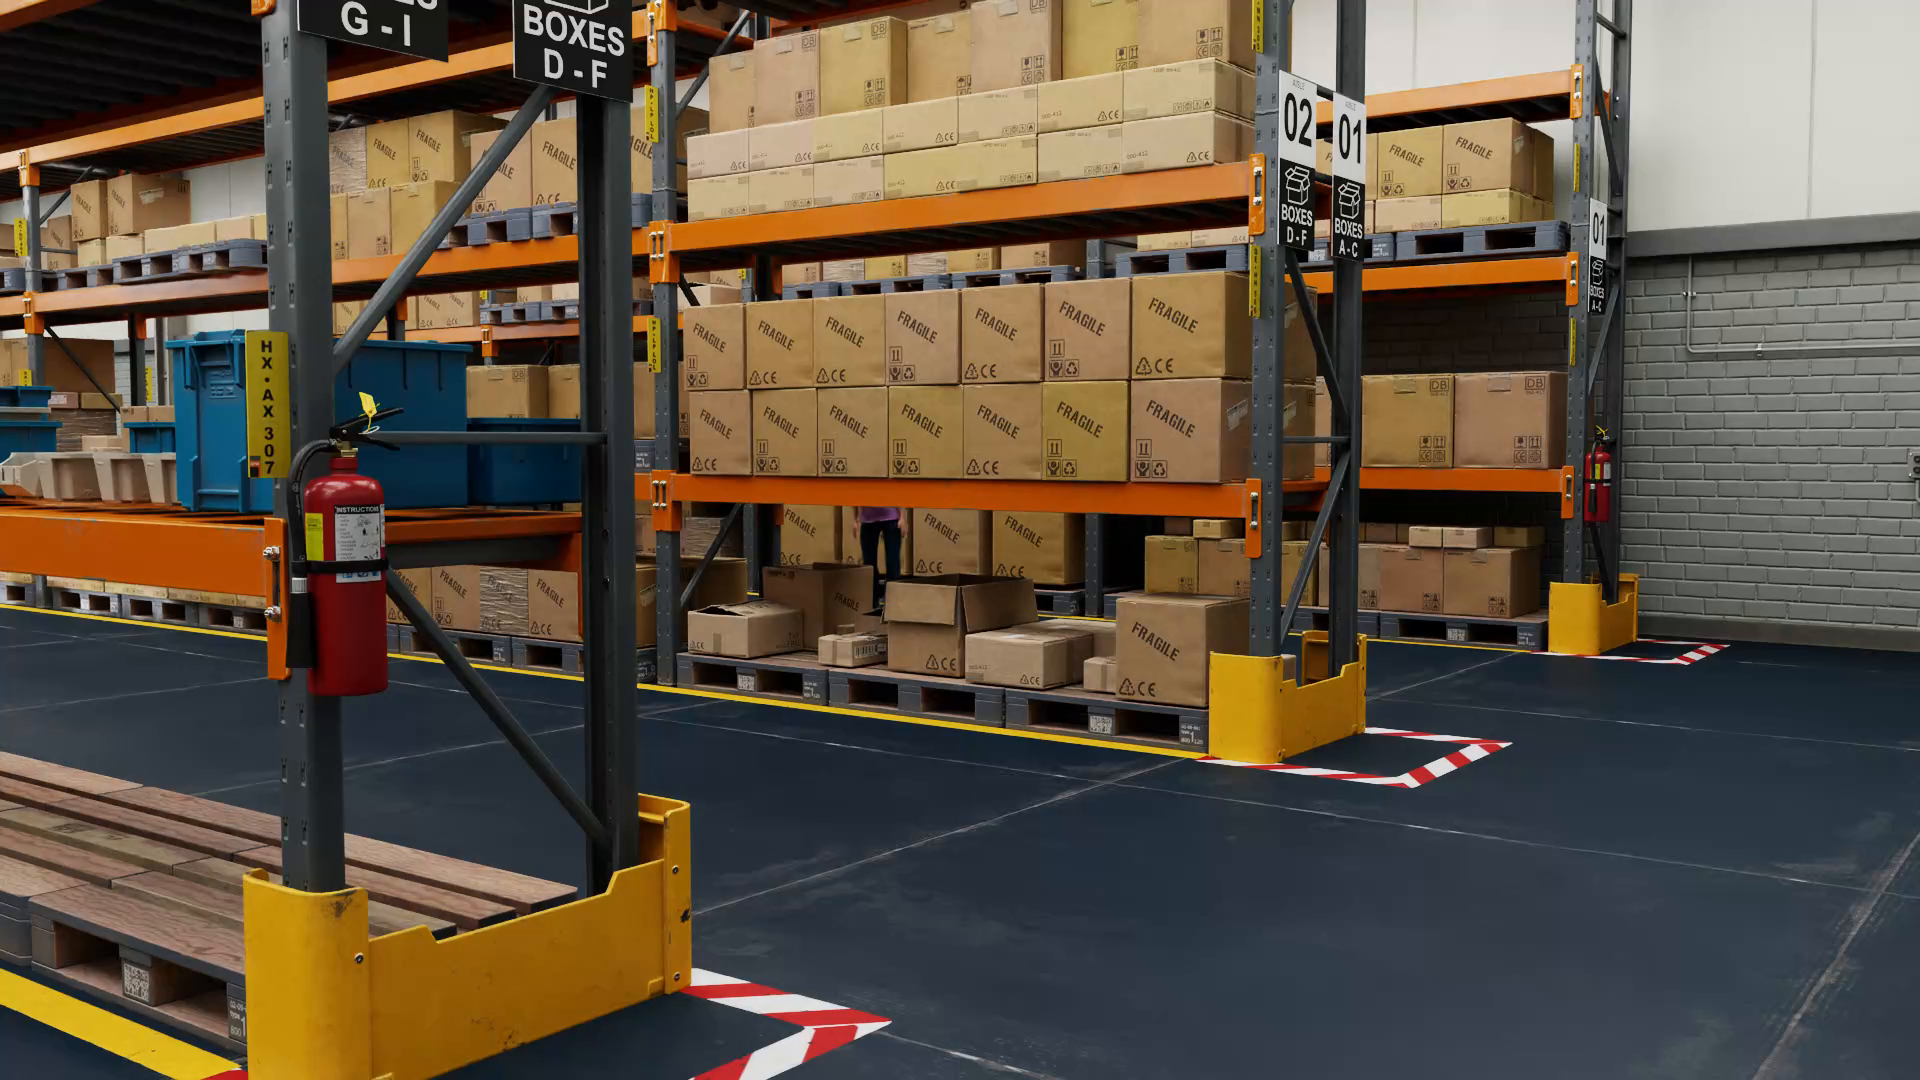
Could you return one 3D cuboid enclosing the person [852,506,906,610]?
[{"bbox_3d":[-0.683,-0.136,13.729,0.499,1.602,0.408,1,3,12],"label":"person"}]
